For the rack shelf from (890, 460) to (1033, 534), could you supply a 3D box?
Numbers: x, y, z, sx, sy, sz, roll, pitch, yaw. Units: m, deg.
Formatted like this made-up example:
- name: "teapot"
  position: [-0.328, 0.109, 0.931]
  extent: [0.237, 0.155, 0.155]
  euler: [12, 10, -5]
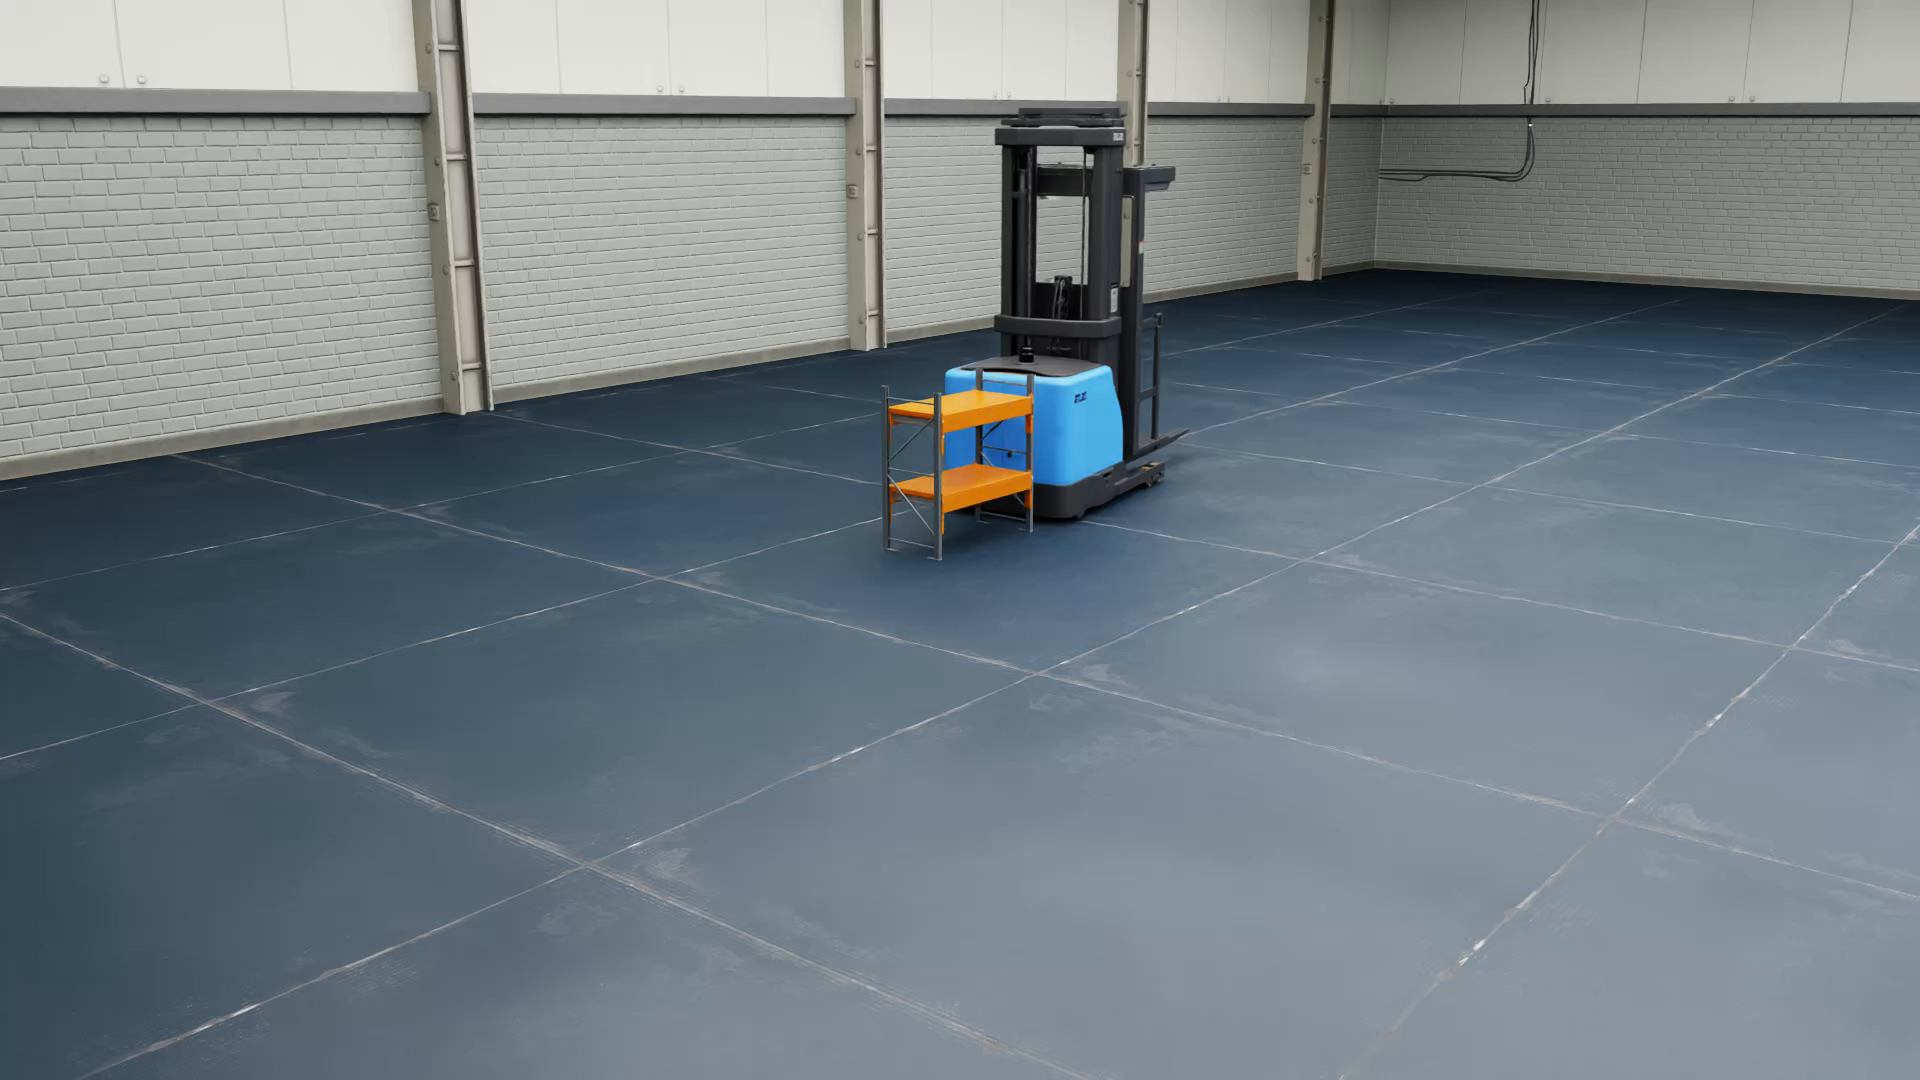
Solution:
- name: "rack shelf"
  position: [-0.004, -0.307, 11.540]
  extent: [0.538, 0.278, 1.000]
  euler: [11, 18, 38]

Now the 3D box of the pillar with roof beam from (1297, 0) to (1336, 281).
- name: "pillar with roof beam"
  position: [9.710, -8.447, 26.598]
  extent: [9.100, 9.000, 0.400]
  euler: [11, 18, 38]

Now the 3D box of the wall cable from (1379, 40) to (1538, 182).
- name: "wall cable"
  position: [9.242, -7.968, 31.018]
  extent: [3.097, 2.526, 0.112]
  euler: [11, 18, 38]

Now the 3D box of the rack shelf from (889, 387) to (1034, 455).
- name: "rack shelf"
  position: [-0.004, -0.828, 11.407]
  extent: [0.538, 0.278, 1.000]
  euler: [11, 18, 38]

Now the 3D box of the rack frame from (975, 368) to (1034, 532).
- name: "rack frame"
  position: [0.315, -0.641, 11.863]
  extent: [0.500, 1.125, 0.032]
  euler: [11, 18, 38]

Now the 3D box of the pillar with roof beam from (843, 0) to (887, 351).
- name: "pillar with roof beam"
  position: [2.168, -6.149, 17.552]
  extent: [9.100, 9.000, 0.400]
  euler: [11, 18, 38]

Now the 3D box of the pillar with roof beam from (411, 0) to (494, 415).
- name: "pillar with roof beam"
  position: [-1.603, -5.000, 13.029]
  extent: [9.100, 9.000, 0.400]
  euler: [11, 18, 38]

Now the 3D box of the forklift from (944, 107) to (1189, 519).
- name: "forklift"
  position: [1.005, -1.888, 13.101]
  extent: [1.130, 2.935, 3.031]
  euler: [7, 16, 27]

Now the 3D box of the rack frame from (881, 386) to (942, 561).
- name: "rack frame"
  position: [-0.324, -0.447, 11.096]
  extent: [0.500, 1.125, 0.032]
  euler: [11, 18, 38]

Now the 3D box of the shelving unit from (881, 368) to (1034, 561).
- name: "shelving unit"
  position: [-0.004, -0.544, 11.479]
  extent: [0.538, 1.125, 1.048]
  euler: [11, 18, 38]

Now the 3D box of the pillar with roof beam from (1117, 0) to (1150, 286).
- name: "pillar with roof beam"
  position: [5.939, -7.298, 22.075]
  extent: [9.100, 9.000, 0.400]
  euler: [11, 18, 38]

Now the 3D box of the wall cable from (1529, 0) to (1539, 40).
- name: "wall cable"
  position: [11.346, -9.997, 28.749]
  extent: [3.097, 2.526, 0.112]
  euler: [11, 18, 38]
